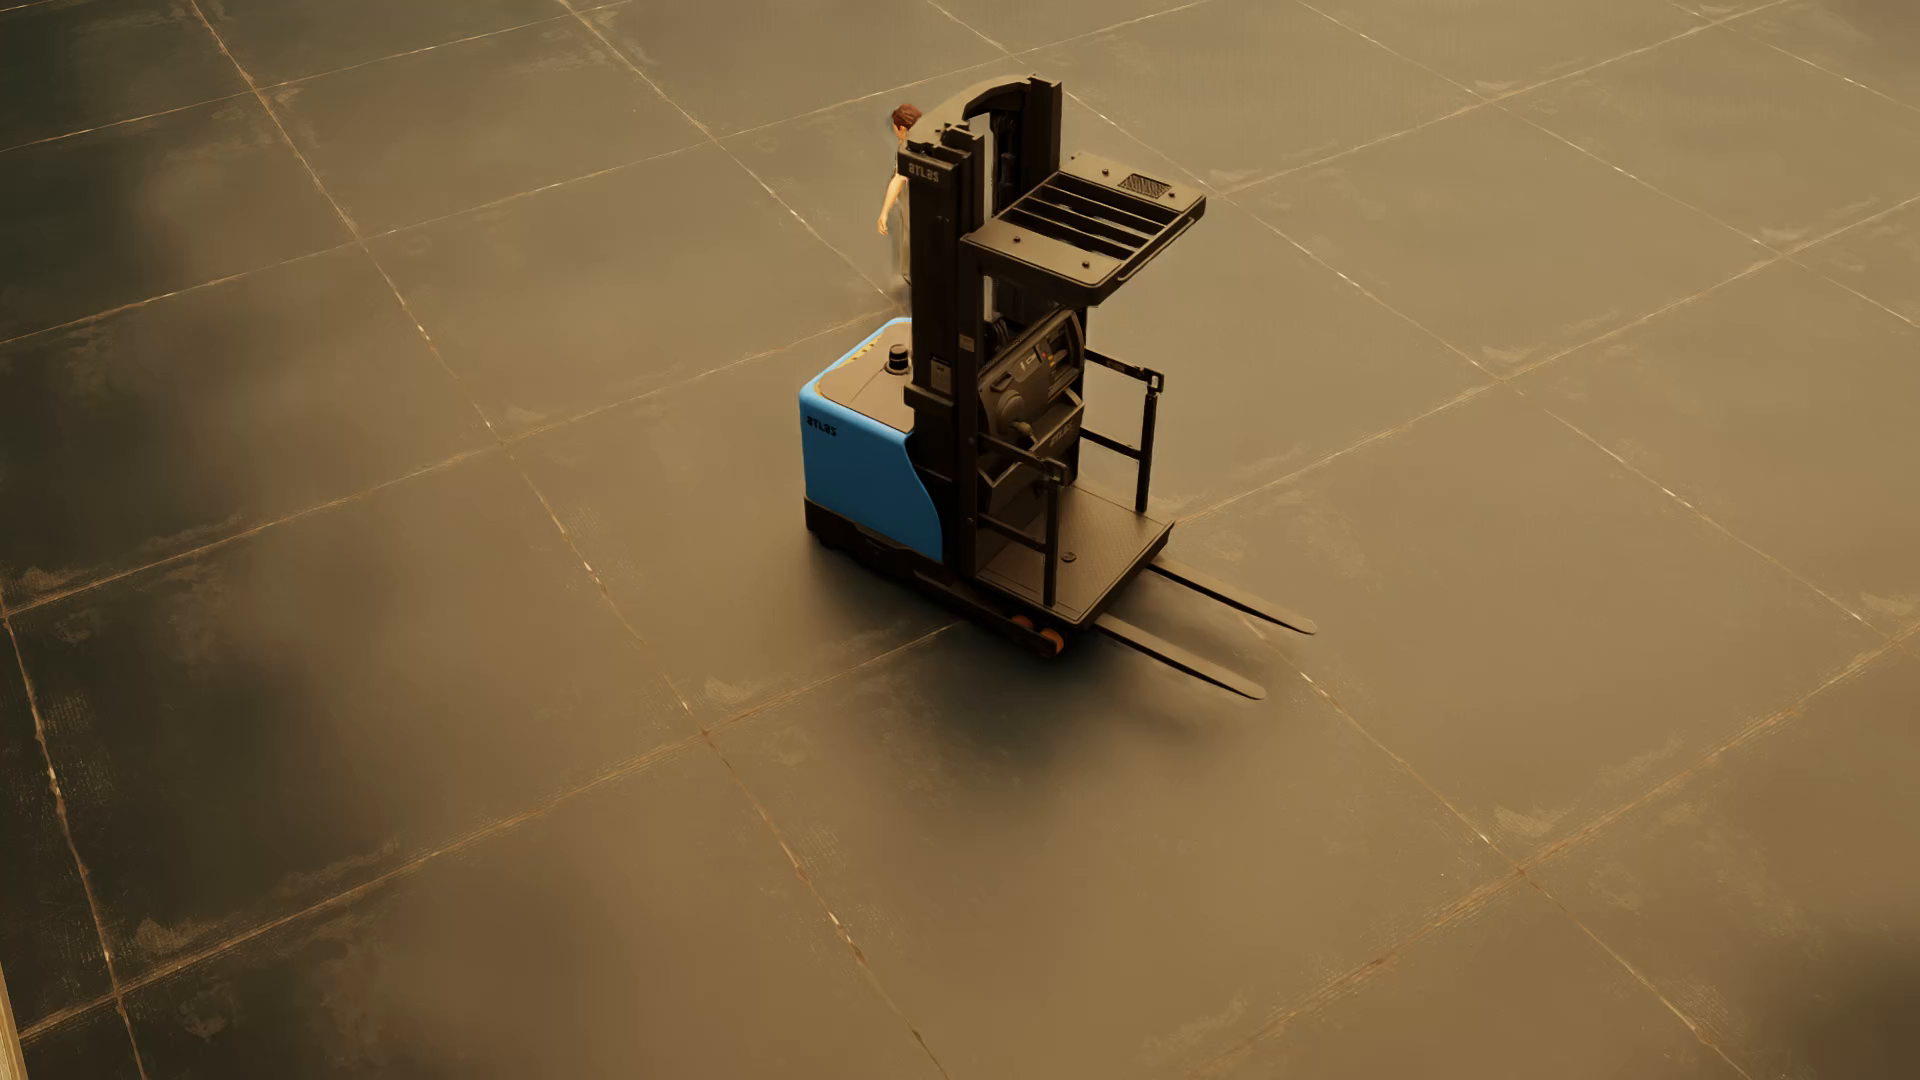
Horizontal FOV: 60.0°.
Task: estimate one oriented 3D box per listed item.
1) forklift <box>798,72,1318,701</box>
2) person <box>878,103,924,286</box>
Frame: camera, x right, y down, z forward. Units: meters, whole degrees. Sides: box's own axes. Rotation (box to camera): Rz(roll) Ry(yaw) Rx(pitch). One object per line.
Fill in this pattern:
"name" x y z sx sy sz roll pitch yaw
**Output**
"forklift" 0.558 -0.843 8.836 3.031 2.935 1.130 25 47 26
"person" -0.313 -2.163 11.477 0.603 1.591 1.069 17 44 18
